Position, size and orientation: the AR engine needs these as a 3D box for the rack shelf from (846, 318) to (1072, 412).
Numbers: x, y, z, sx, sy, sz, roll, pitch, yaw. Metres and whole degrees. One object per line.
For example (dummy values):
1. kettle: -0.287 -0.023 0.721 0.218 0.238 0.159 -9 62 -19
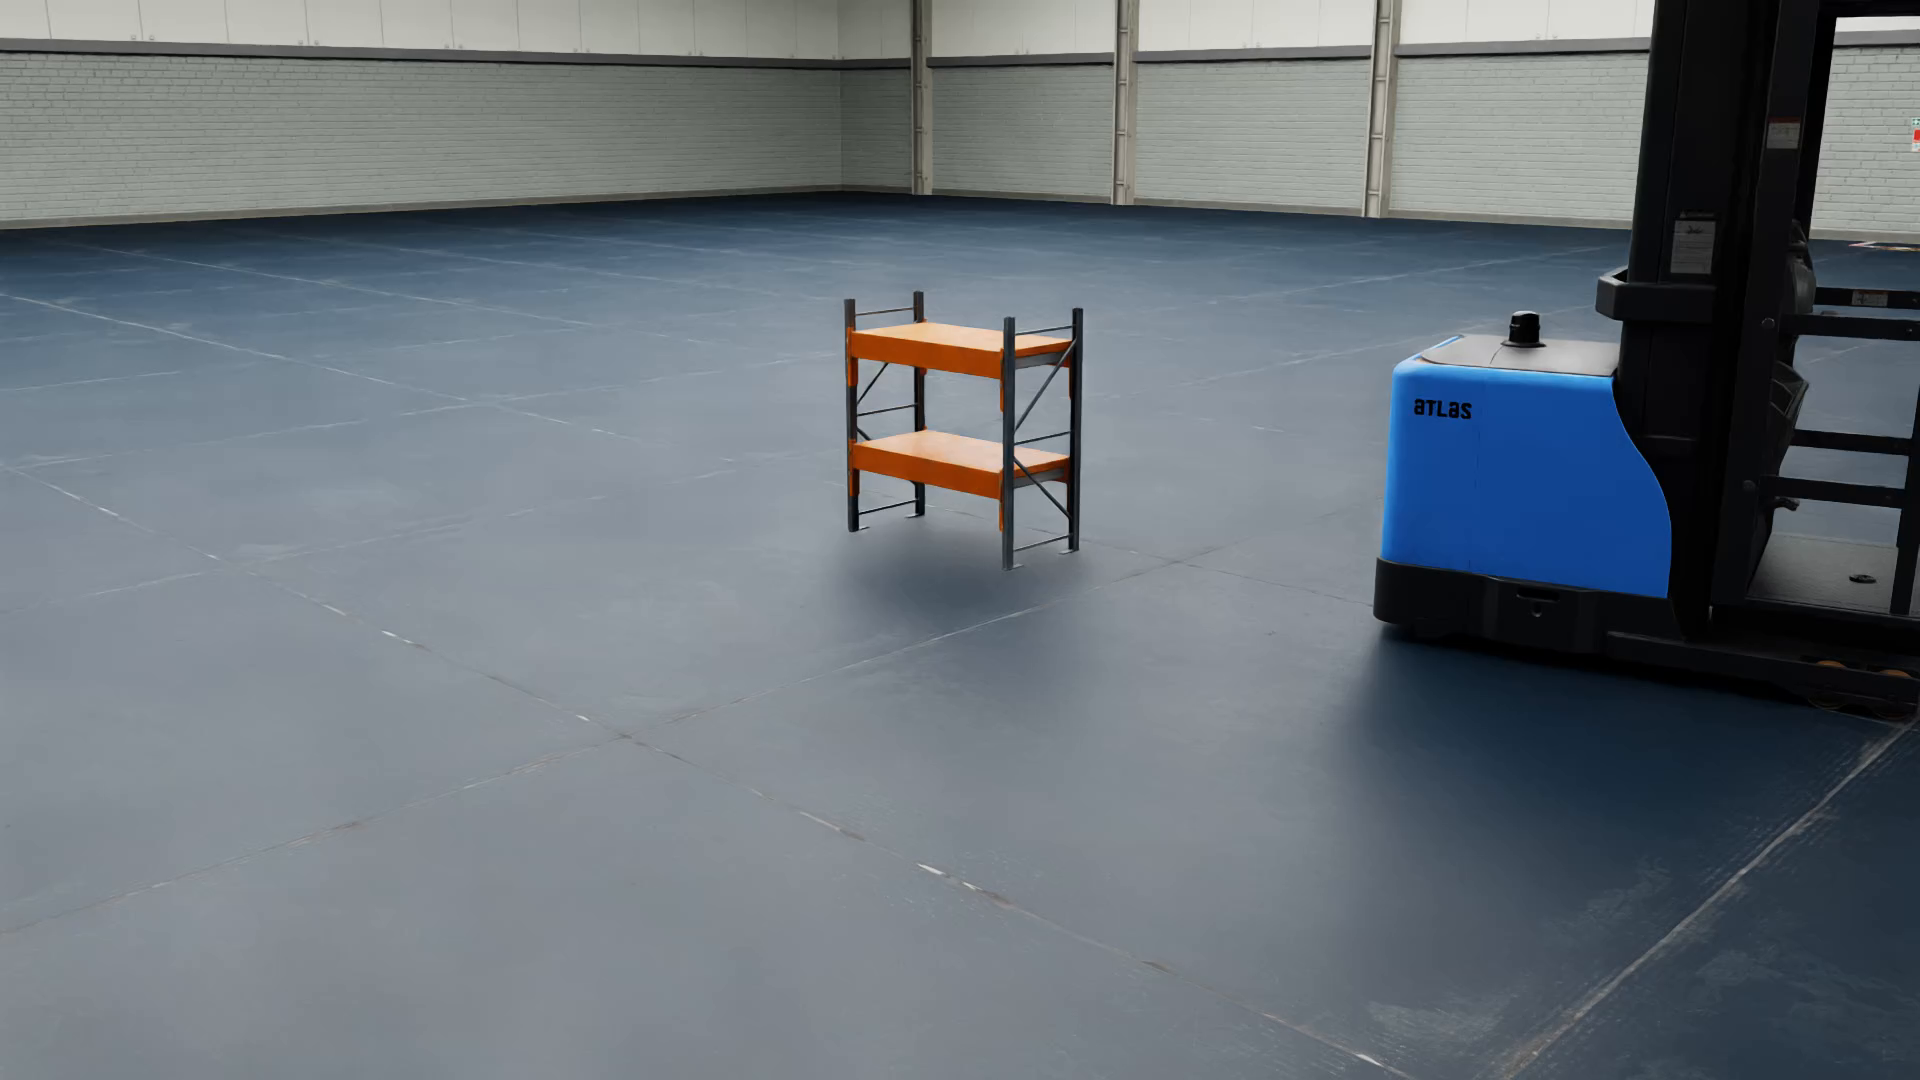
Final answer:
1. rack shelf: 0.005 -0.826 7.712 1.000 0.278 0.538 14 20 42

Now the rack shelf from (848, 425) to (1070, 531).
1. rack shelf: 0.005 -0.307 7.847 1.000 0.278 0.538 14 20 42

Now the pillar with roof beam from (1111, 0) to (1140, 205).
1. pillar with roof beam: 0.442 -10.649 30.956 0.400 9.000 9.100 14 20 42

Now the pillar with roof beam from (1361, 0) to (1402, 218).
1. pillar with roof beam: 4.762 -9.599 26.926 0.400 9.000 9.100 14 20 42

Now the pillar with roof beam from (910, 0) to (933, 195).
1. pillar with roof beam: -3.877 -11.700 34.987 0.400 9.000 9.100 14 20 42

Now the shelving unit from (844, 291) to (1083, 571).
1. shelving unit: 0.005 -0.543 7.786 1.048 1.125 0.538 14 20 42

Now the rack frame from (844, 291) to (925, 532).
1. rack frame: -0.361 -0.632 8.127 0.032 1.125 0.500 14 20 42

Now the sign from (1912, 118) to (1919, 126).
1. sign: 14.306 -6.204 24.671 0.331 0.109 0.001 14 20 42

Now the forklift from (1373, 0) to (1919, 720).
1. forklift: 3.154 -0.965 5.822 3.031 2.935 1.130 8 17 29

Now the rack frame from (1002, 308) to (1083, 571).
1. rack frame: 0.371 -0.454 7.444 0.032 1.125 0.500 14 20 42

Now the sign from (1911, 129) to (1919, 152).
1. sign: 14.309 -5.950 24.747 0.234 0.329 0.001 14 20 42
